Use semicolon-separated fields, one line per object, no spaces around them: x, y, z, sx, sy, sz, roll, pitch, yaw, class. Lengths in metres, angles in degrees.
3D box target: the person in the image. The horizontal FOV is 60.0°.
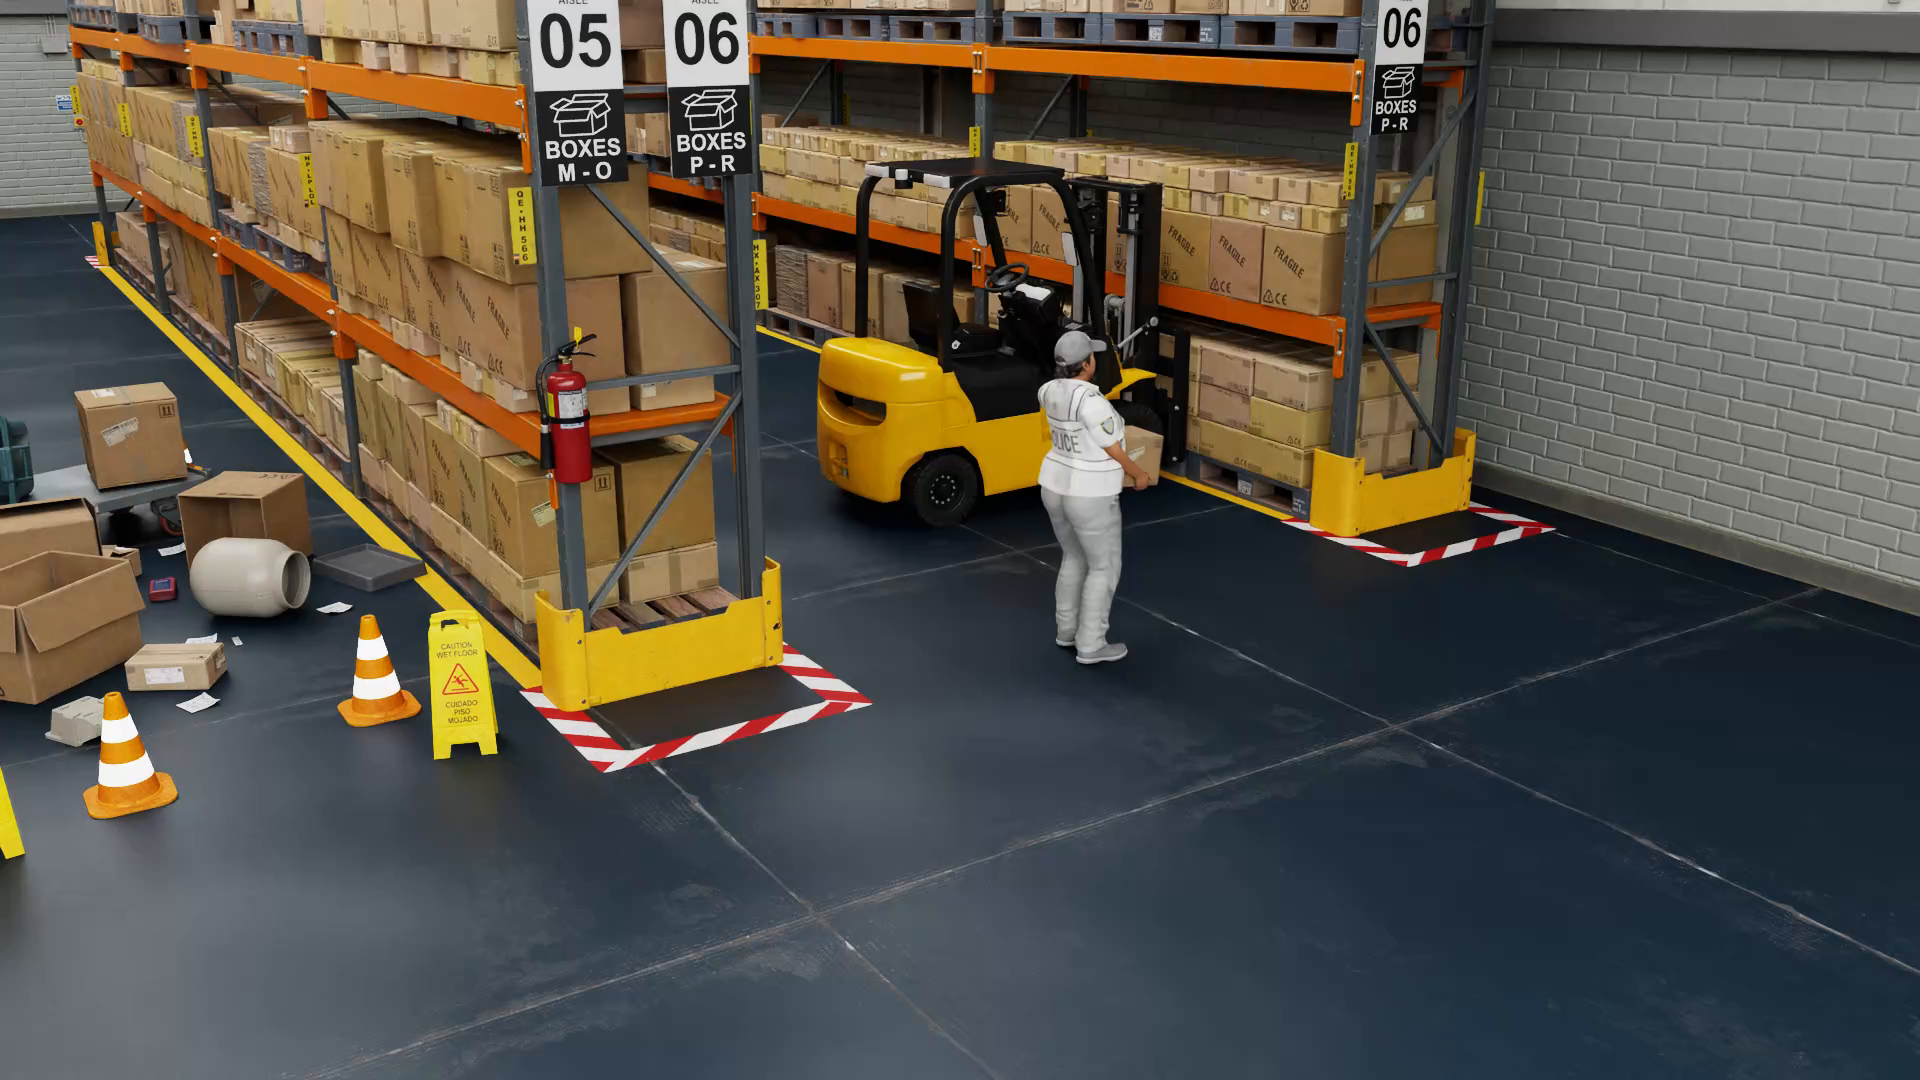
0.663;-0.231;8.267;0.534;1.653;0.453;-12;21;-31;person
